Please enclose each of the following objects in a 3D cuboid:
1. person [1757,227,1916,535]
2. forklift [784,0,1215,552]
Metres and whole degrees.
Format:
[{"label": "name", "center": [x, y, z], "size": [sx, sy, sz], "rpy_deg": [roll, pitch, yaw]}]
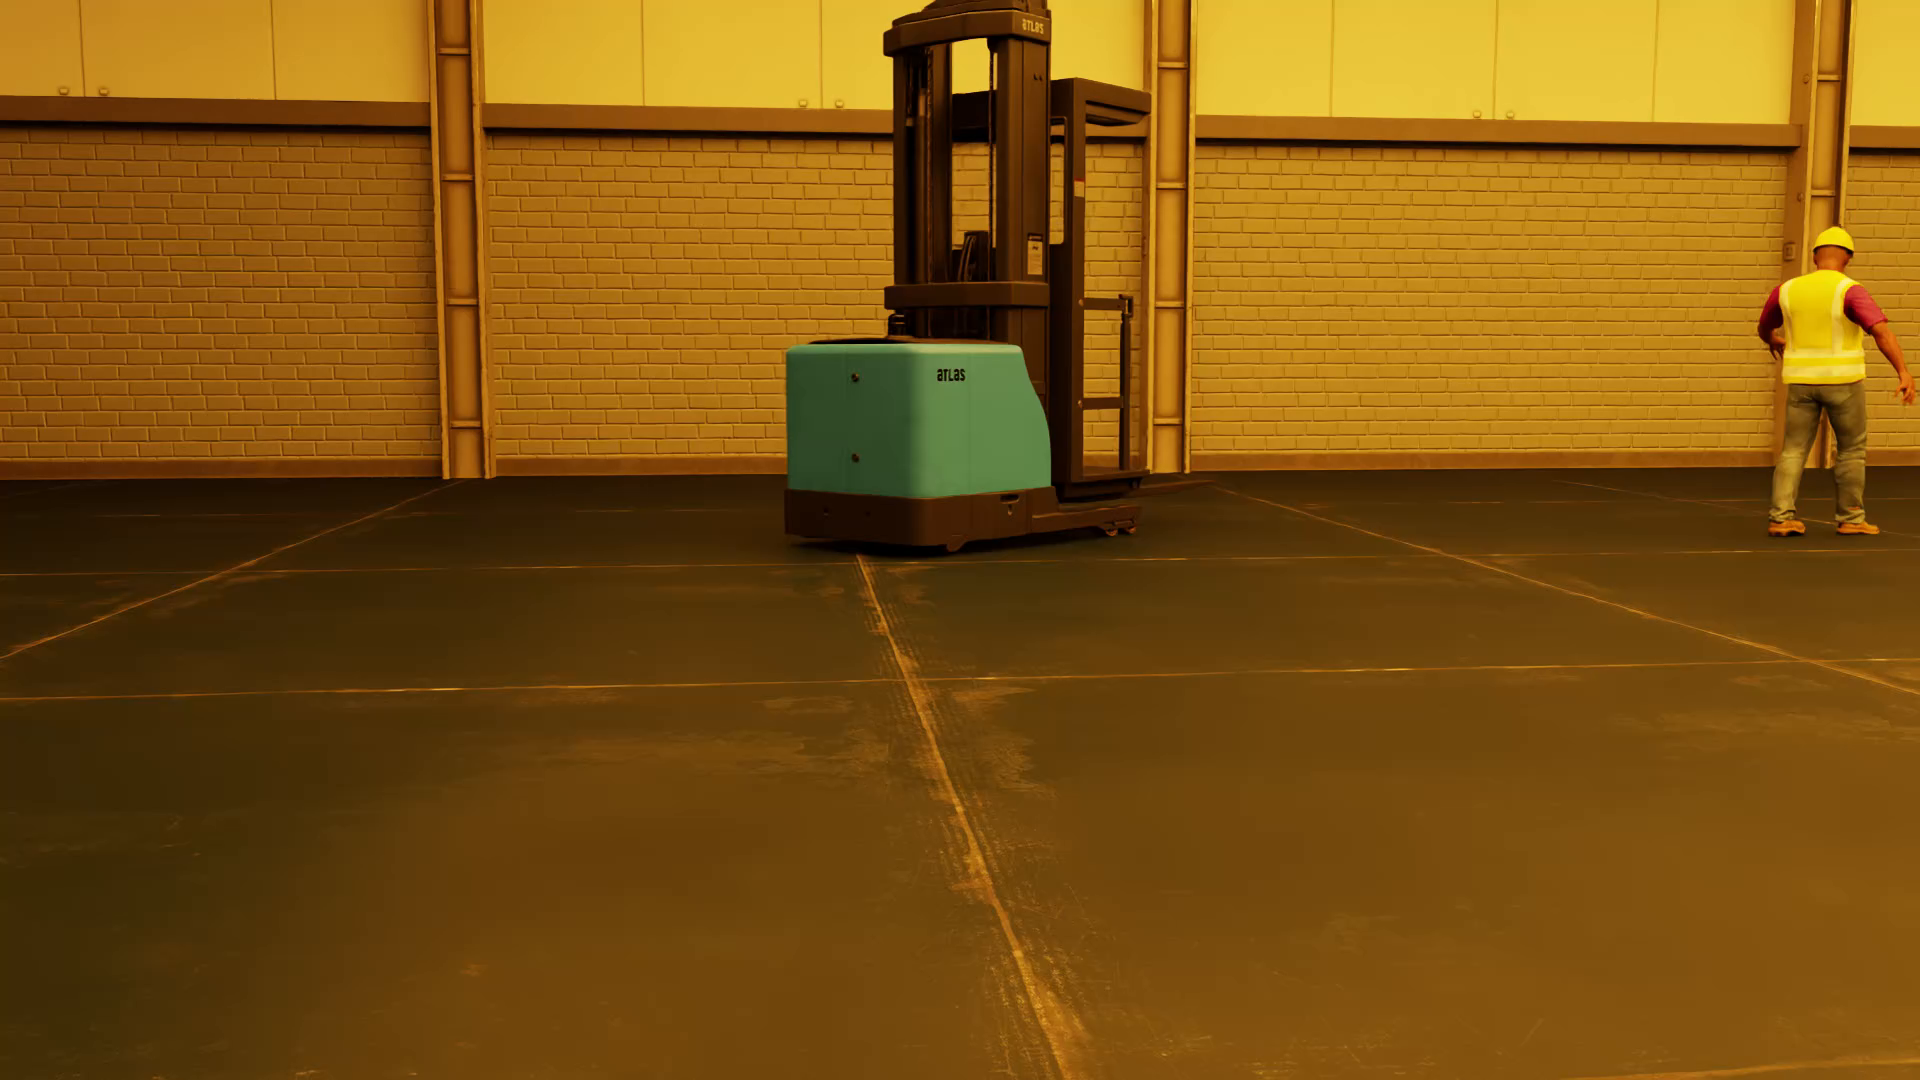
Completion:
[{"label": "person", "center": [4.965, -0.891, 9.429], "size": [0.756, 1.742, 1.025], "rpy_deg": [-5, 8, -38]}, {"label": "forklift", "center": [0.397, -1.511, 9.561], "size": [1.130, 2.935, 3.031], "rpy_deg": [5, 8, 40]}]
